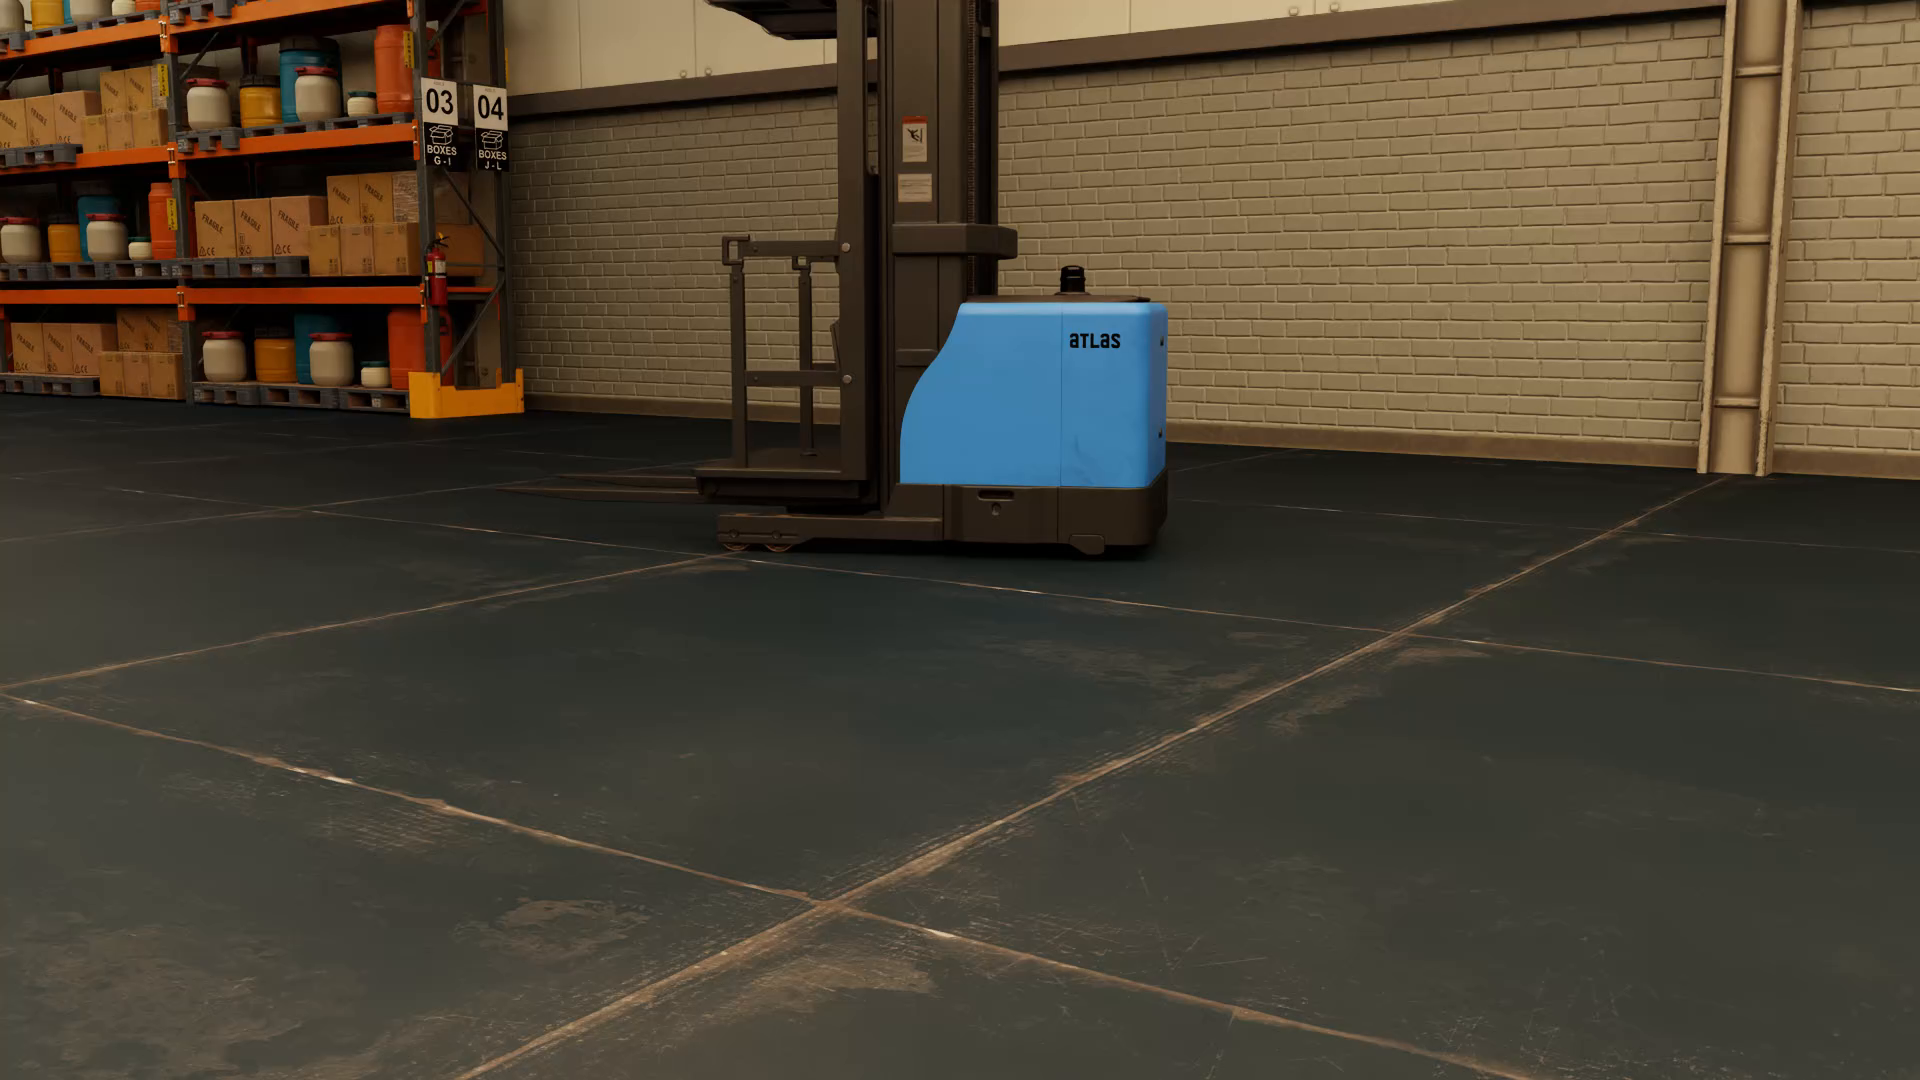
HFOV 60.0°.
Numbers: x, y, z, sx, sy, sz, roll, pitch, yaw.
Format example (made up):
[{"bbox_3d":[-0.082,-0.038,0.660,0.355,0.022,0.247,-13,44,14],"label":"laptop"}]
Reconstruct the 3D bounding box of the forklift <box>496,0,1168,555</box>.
[{"bbox_3d":[-0.596,-1.469,7.520,3.031,2.935,1.130,2,8,12],"label":"forklift"}]
